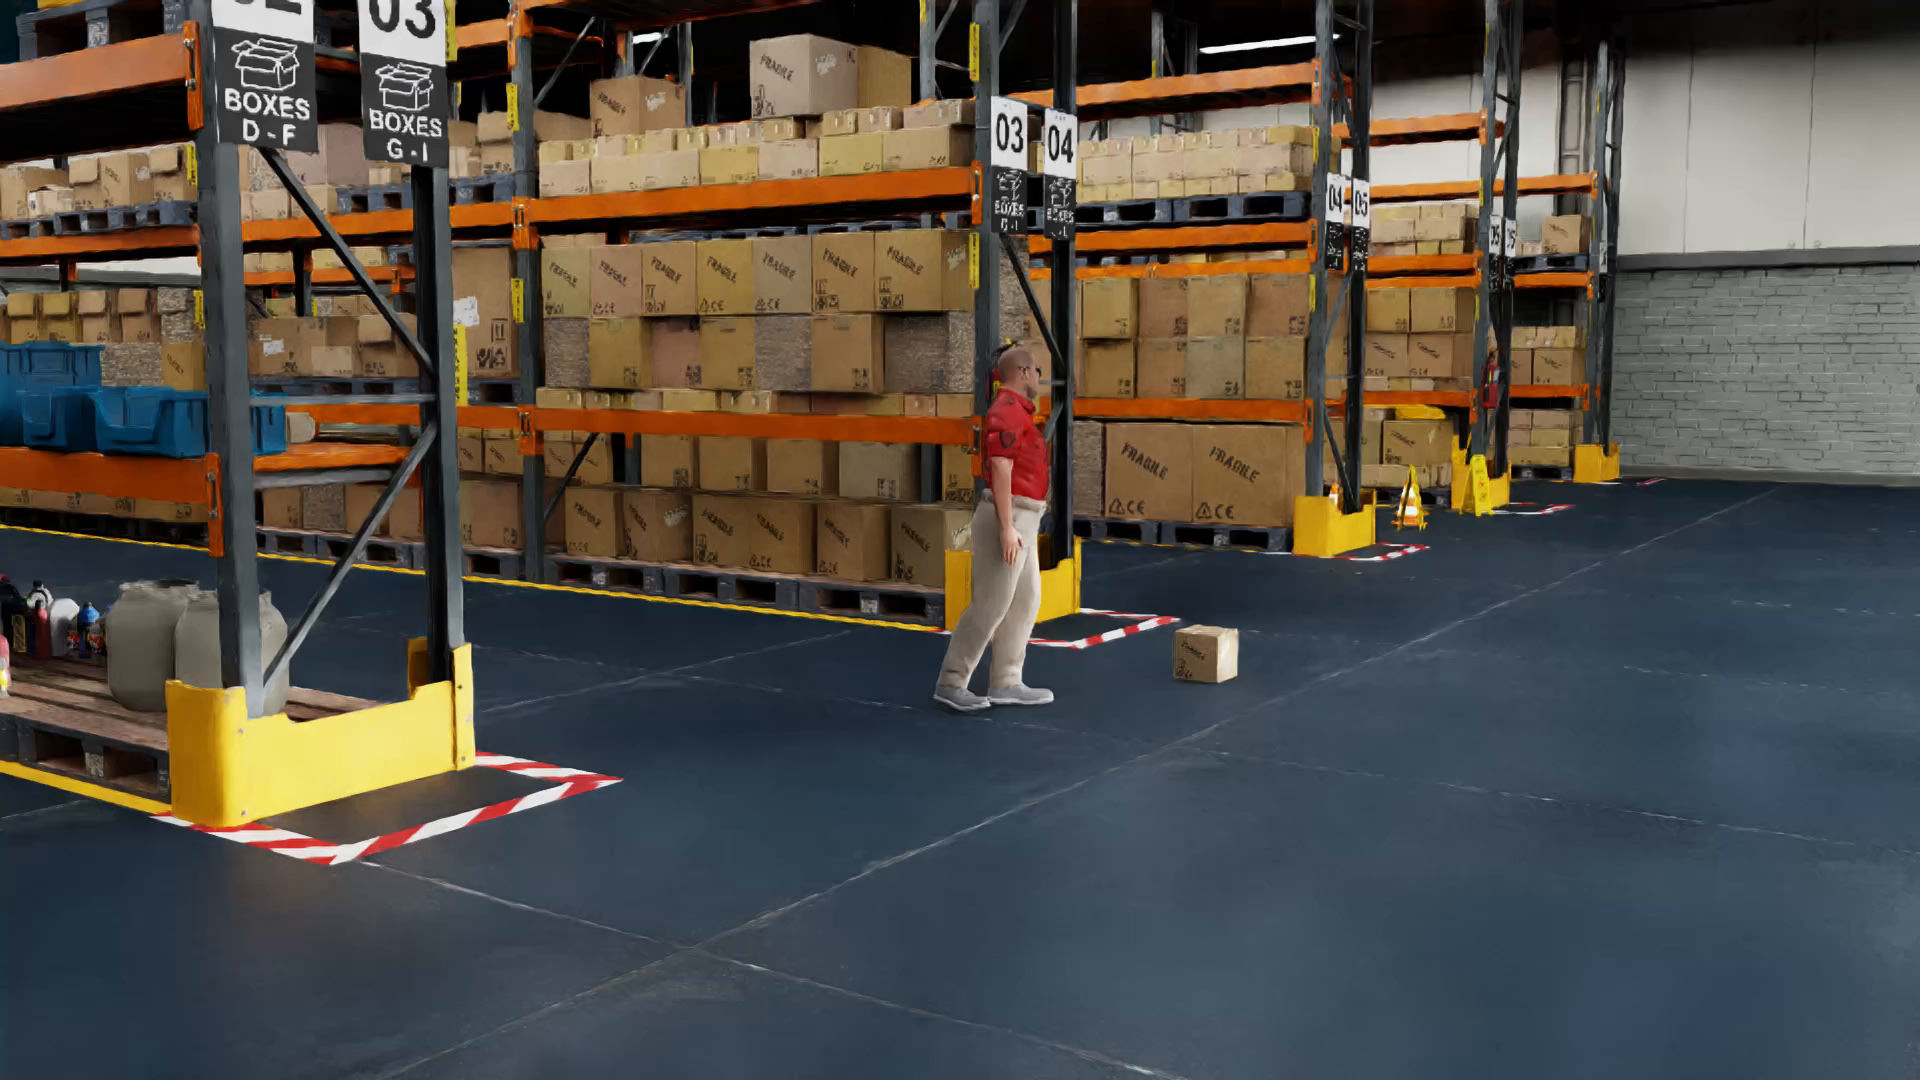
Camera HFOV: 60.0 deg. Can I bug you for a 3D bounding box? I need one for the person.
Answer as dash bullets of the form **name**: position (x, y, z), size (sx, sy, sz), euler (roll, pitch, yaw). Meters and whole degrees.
- **person**: position (0.164, -0.057, 7.902), size (0.577, 1.714, 0.585), euler (0, 6, 2)
